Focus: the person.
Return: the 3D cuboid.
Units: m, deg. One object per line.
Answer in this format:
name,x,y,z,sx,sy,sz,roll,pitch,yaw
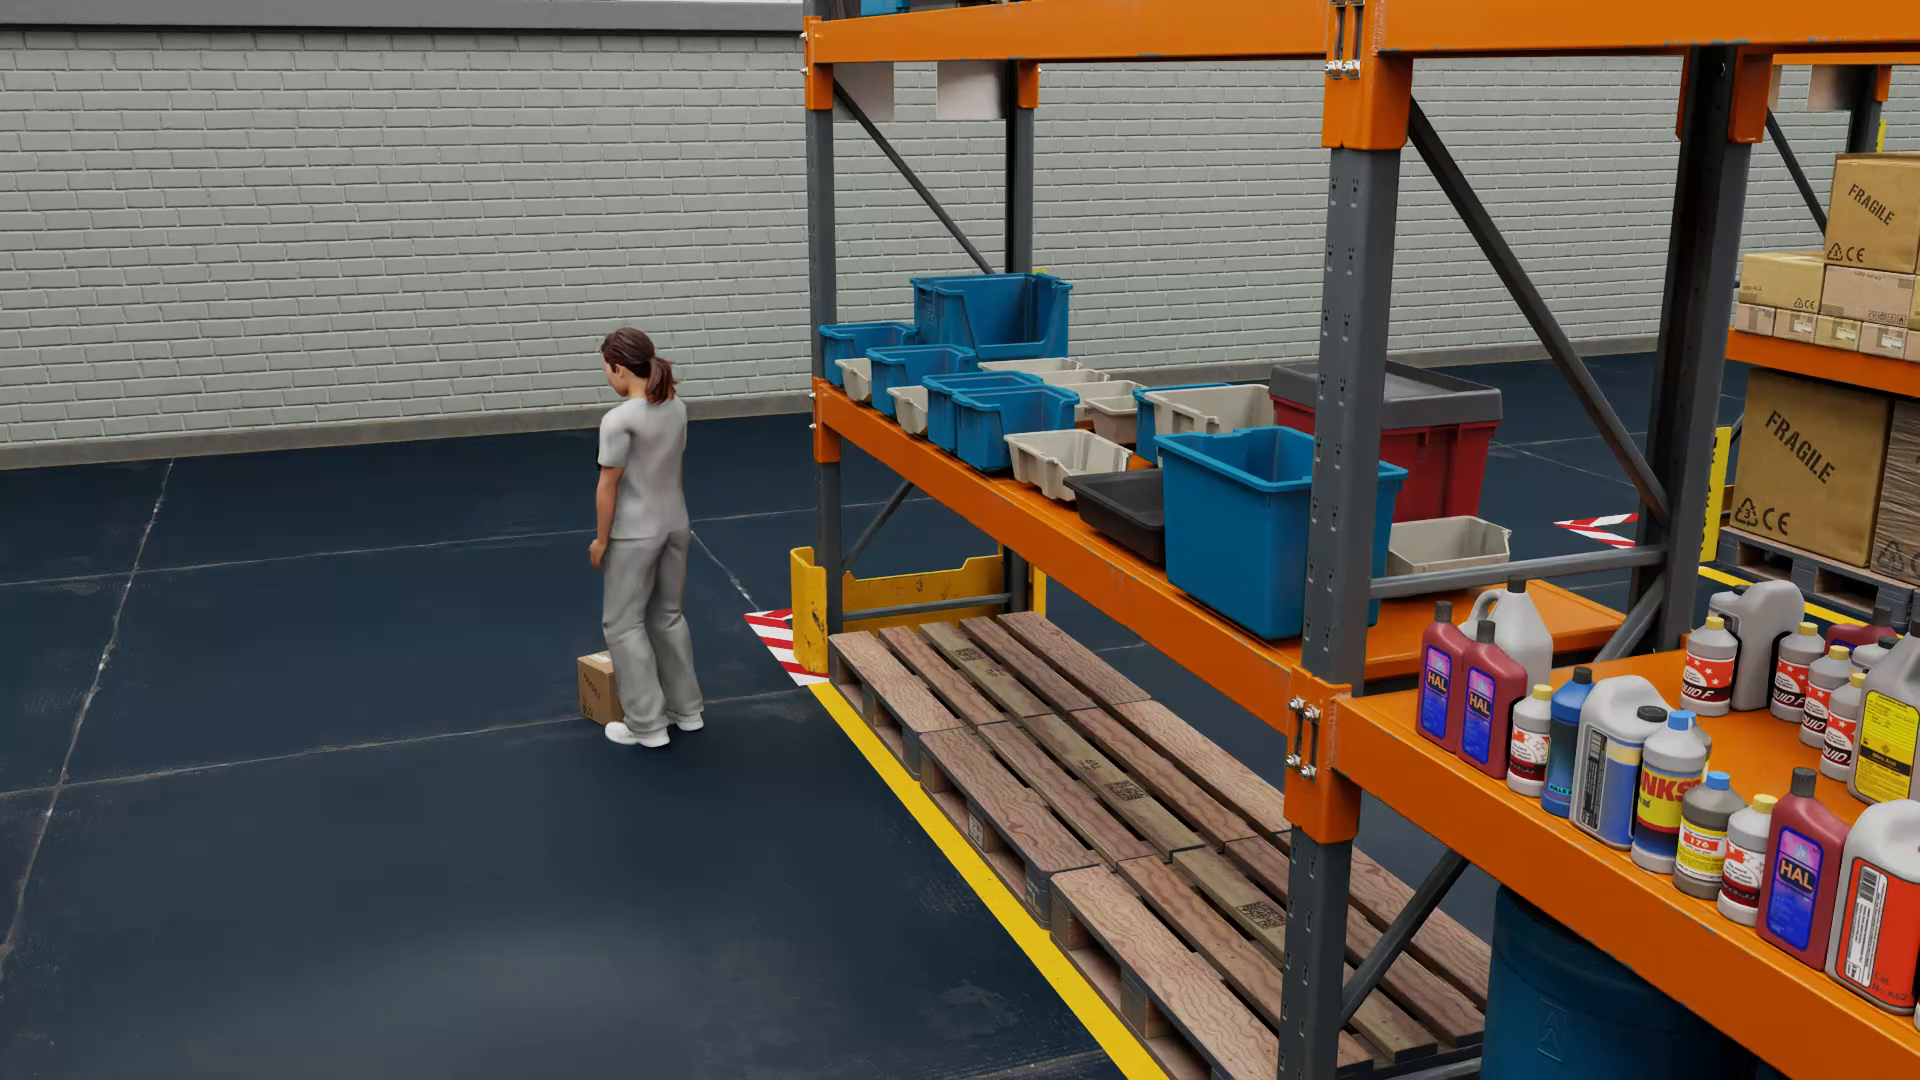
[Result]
person,-1.243,-0.004,6.570,0.358,1.671,0.444,10,19,32
